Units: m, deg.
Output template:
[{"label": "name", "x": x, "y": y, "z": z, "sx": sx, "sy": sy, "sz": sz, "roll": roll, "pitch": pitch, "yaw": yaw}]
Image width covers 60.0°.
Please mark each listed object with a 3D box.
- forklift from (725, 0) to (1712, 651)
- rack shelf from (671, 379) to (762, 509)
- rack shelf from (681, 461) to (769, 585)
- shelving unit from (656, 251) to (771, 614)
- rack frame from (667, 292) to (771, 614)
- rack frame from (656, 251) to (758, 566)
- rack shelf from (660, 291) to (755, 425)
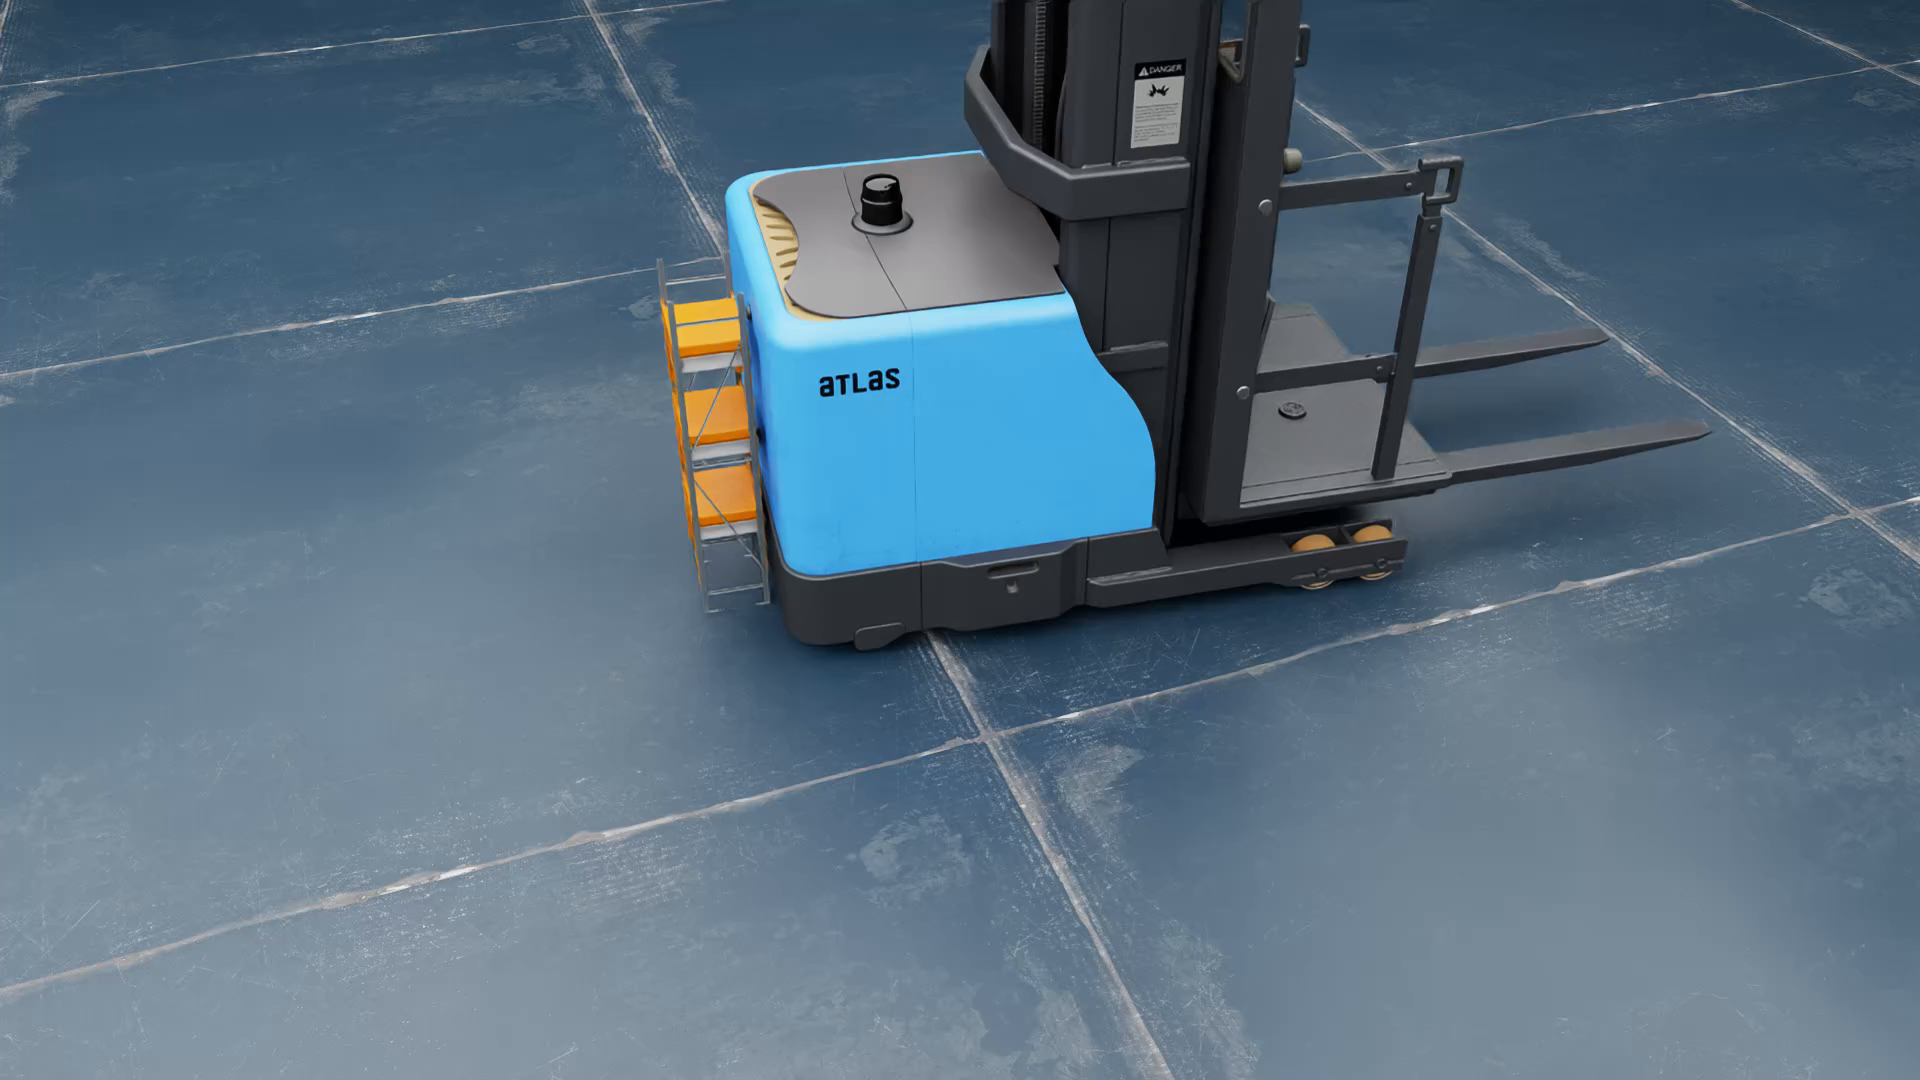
[{"label": "forklift", "x": 0.871, "y": -1.322, "z": 4.569, "sx": 3.031, "sy": 2.935, "sz": 1.130, "roll": -8, "pitch": 38, "yaw": -11}, {"label": "rack shelf", "x": -0.697, "y": -0.277, "z": 4.763, "sx": 0.215, "sy": 0.259, "sz": 0.240, "roll": -9, "pitch": 38, "yaw": -12}, {"label": "rack shelf", "x": -0.697, "y": -0.055, "z": 4.930, "sx": 0.215, "sy": 0.259, "sz": 0.240, "roll": -9, "pitch": 38, "yaw": -12}, {"label": "shelving unit", "x": -0.697, "y": -0.286, "z": 4.757, "sx": 0.215, "sy": 1.050, "sz": 0.252, "roll": -9, "pitch": 38, "yaw": -12}, {"label": "rack frame", "x": -0.666, "y": -0.215, "z": 4.662, "sx": 0.200, "sy": 1.050, "sz": 0.008, "roll": -9, "pitch": 38, "yaw": -12}, {"label": "rack frame", "x": -0.728, "y": -0.357, "z": 4.851, "sx": 0.200, "sy": 1.050, "sz": 0.008, "roll": -9, "pitch": 38, "yaw": -12}, {"label": "rack shelf", "x": -0.697, "y": -0.504, "z": 4.592, "sx": 0.215, "sy": 0.259, "sz": 0.240, "roll": -9, "pitch": 38, "yaw": -12}]
